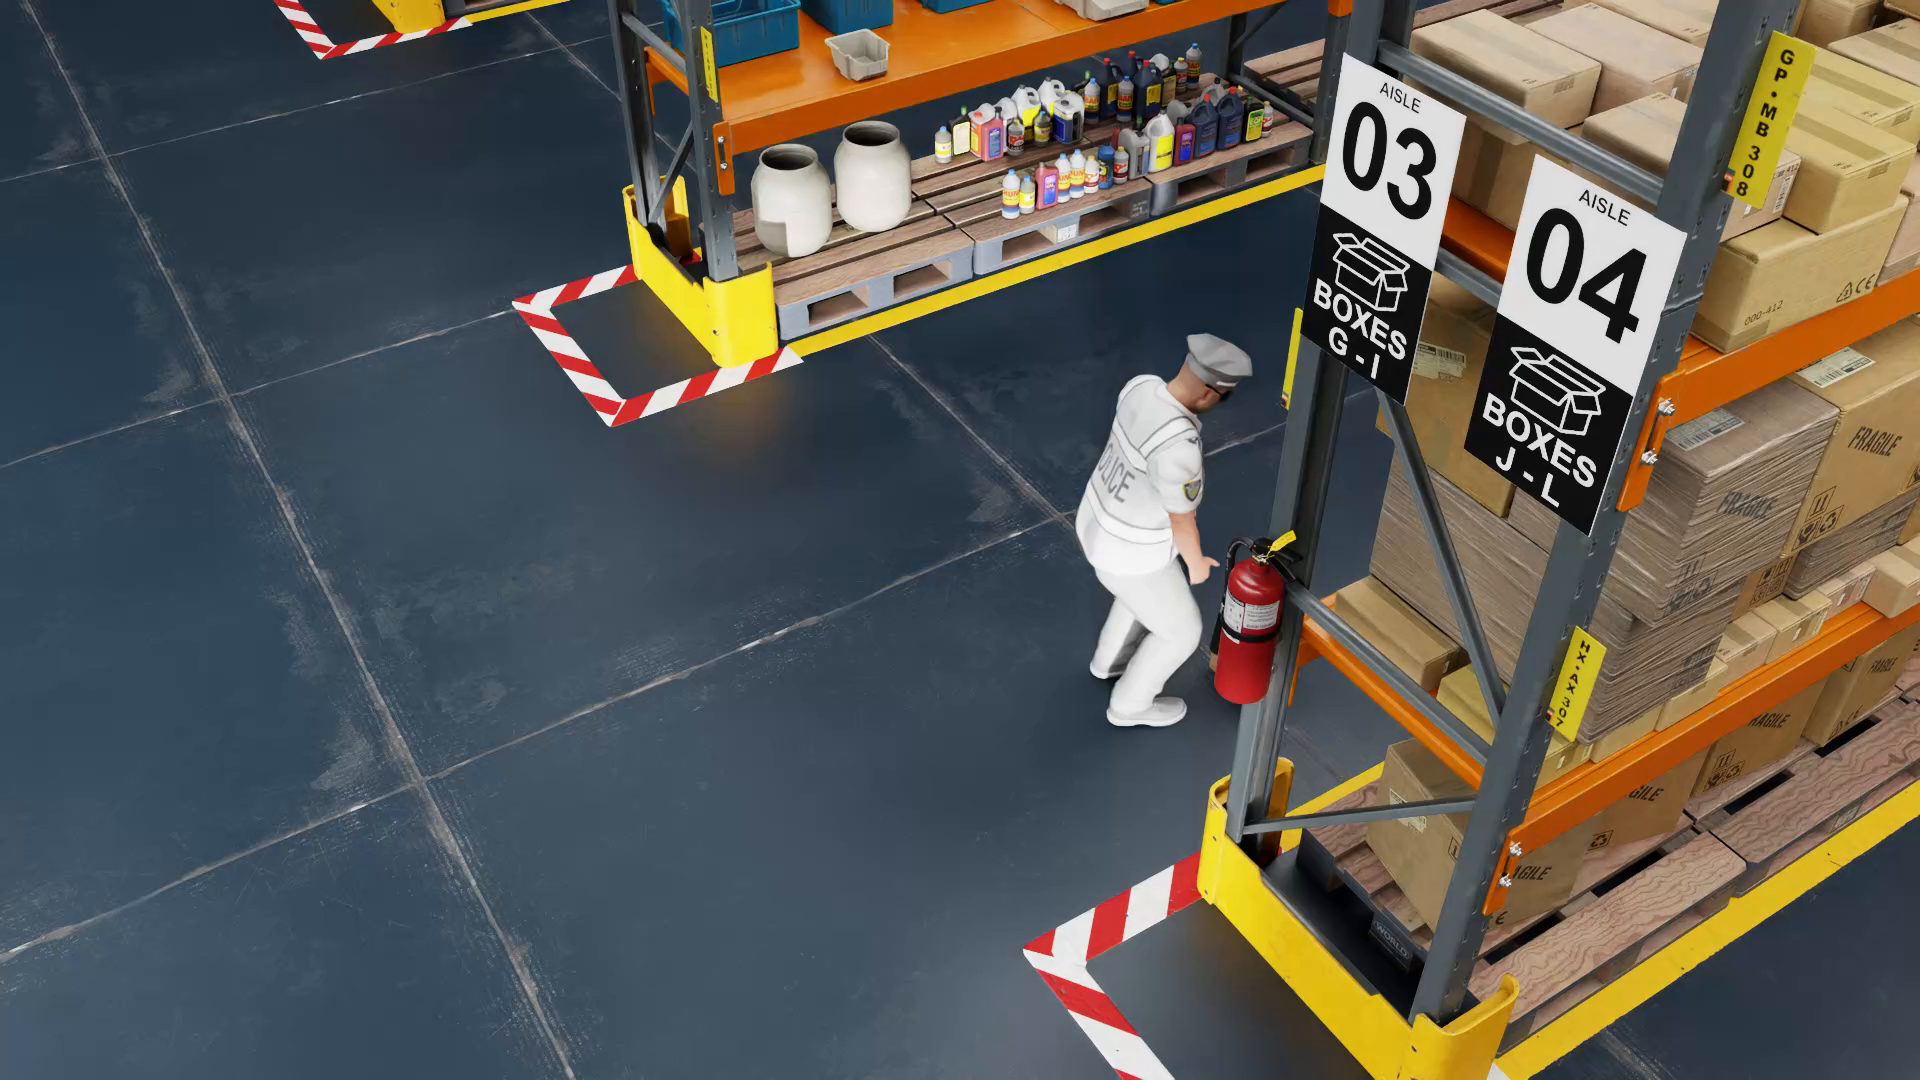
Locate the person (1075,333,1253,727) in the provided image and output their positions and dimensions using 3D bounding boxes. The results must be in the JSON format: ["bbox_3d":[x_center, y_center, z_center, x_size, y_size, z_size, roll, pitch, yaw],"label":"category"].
[{"bbox_3d":[0.733,-0.030,6.276,0.585,1.650,0.571,-7,41,-8],"label":"person"}]
